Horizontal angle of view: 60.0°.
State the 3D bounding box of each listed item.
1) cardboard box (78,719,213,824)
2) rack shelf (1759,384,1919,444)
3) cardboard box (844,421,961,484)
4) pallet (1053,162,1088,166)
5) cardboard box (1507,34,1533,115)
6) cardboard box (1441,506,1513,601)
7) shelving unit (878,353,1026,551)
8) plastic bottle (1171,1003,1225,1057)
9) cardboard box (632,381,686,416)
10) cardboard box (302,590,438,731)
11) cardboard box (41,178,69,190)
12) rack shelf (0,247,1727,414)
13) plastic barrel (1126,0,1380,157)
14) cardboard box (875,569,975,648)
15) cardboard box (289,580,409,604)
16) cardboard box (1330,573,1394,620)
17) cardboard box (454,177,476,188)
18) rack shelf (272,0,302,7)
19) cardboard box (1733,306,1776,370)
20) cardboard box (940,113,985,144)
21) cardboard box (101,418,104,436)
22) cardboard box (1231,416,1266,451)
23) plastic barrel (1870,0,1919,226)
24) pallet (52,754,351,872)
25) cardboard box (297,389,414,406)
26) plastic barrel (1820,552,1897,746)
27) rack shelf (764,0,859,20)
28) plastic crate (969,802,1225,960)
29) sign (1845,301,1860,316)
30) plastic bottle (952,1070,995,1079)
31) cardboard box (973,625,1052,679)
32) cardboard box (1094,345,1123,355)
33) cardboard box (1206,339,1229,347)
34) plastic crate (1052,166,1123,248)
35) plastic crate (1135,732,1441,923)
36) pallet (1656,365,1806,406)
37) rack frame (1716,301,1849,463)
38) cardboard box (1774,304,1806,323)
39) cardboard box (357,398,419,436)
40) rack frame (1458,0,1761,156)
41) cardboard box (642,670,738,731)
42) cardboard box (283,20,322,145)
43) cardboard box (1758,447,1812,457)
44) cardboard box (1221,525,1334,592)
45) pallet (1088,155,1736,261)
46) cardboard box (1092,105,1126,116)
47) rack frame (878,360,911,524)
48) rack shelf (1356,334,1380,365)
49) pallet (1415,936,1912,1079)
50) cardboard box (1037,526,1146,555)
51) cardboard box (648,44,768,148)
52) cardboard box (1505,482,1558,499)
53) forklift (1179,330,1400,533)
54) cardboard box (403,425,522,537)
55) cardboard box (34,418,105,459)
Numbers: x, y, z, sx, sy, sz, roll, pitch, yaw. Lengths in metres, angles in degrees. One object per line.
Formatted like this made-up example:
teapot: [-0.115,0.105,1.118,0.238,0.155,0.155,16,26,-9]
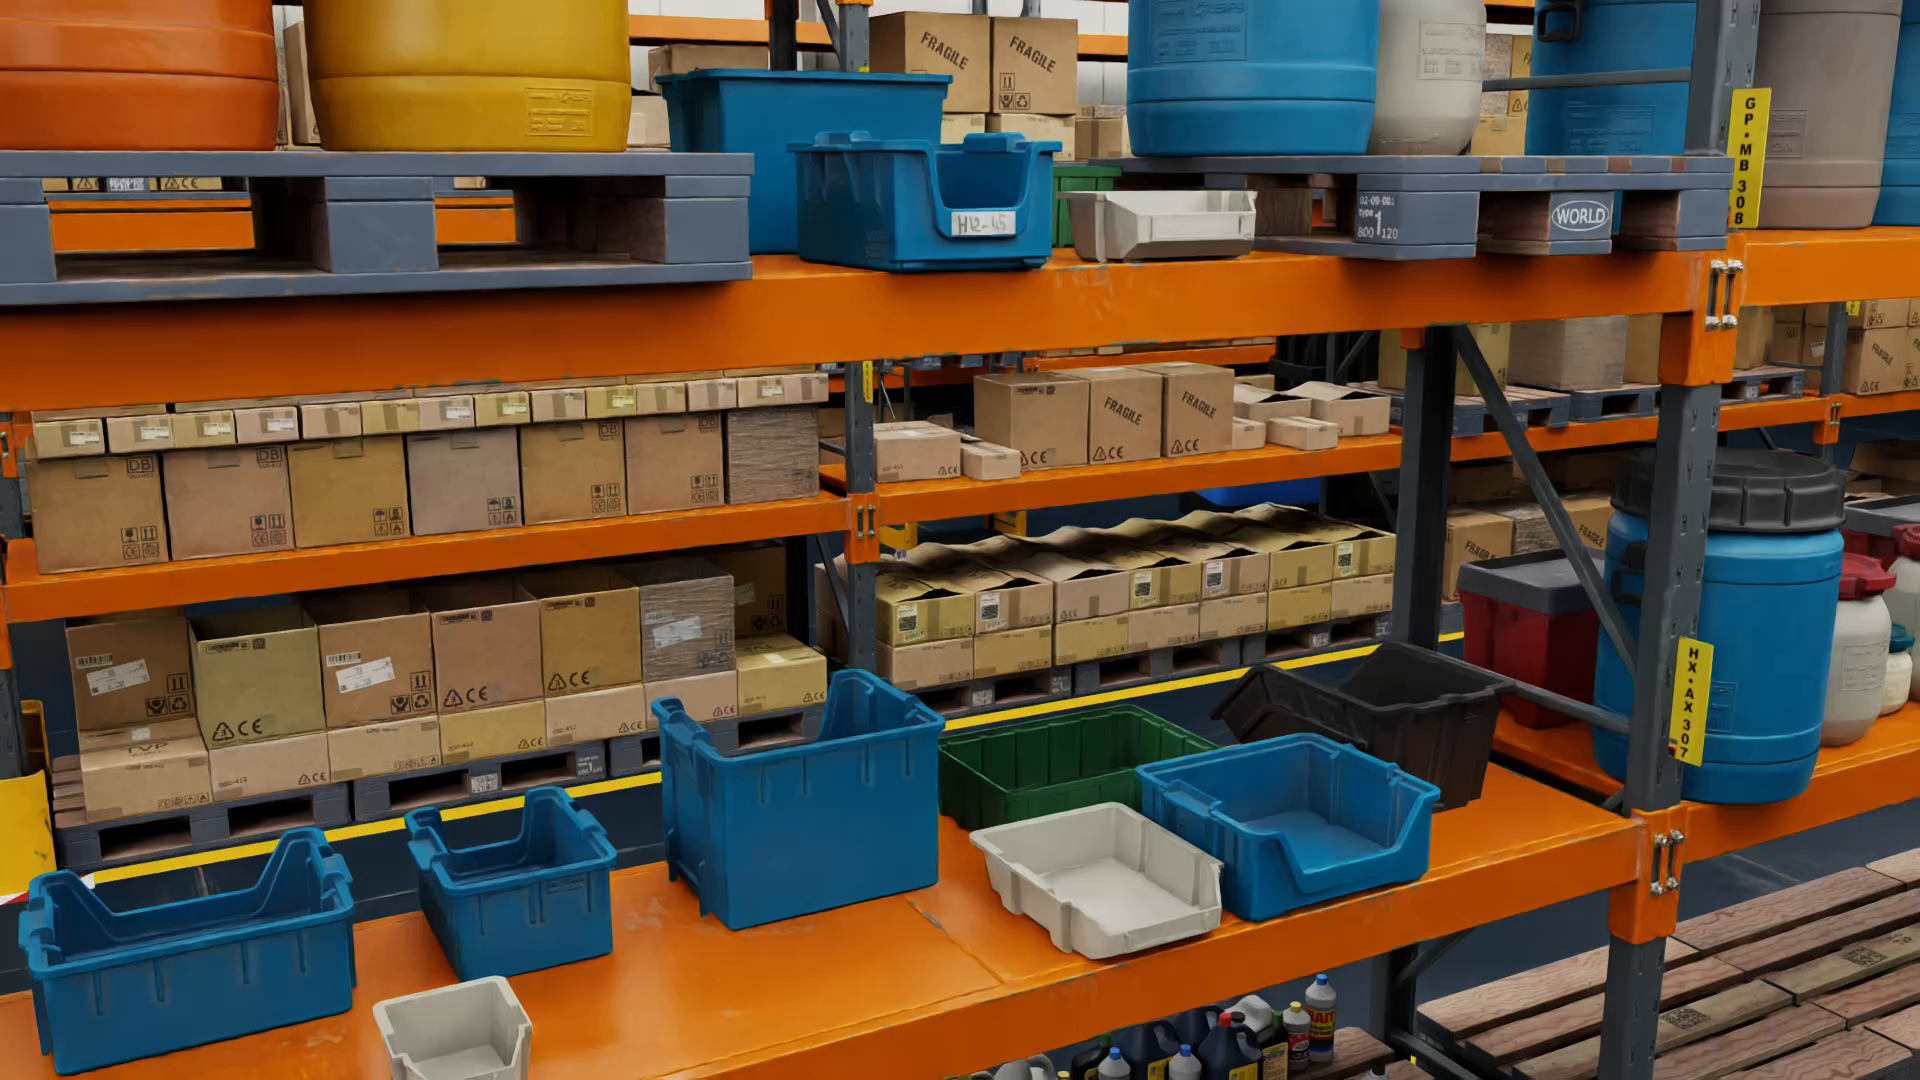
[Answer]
cardboard box: [-3.671,1.033,7.491,0.500,0.250,0.500,-7,14,-28]
rack shelf: [8.040,-1.211,13.799,4.000,0.370,1.077,-7,14,-28]
cardboard box: [-0.326,-0.497,9.329,0.500,0.250,0.500,-6,14,-24]
pallet: [0.030,-1.976,9.160,1.217,0.209,0.805,-8,15,-30]
cardboard box: [3.607,-3.029,10.902,0.500,0.500,0.500,-7,14,-28]
cardboard box: [3.310,0.081,11.109,0.500,0.500,0.500,-6,14,-25]
shelving unit: [-0.067,-0.724,13.409,1.083,1.500,0.587,-7,14,-28]
plastic bottle: [0.725,1.527,5.022,0.185,0.351,0.144,-6,14,-26]
cardboard box: [-1.550,-0.724,8.290,0.250,0.149,0.380,-7,14,-28]
cardboard box: [-2.801,0.560,7.889,0.500,0.500,0.500,-7,14,-28]
cardboard box: [-6.212,-2.553,11.015,0.500,0.500,0.500,-6,14,-26]
rack shelf: [-0.123,-0.457,3.616,4.000,0.370,1.077,-7,14,-28]
plastic barrel: [0.708,-1.384,3.998,0.708,0.901,0.600,-7,14,-28]
cardboard box: [-0.255,0.357,9.219,0.500,0.311,0.500,-7,14,-28]
cardboard box: [-3.050,0.459,8.334,0.500,0.500,0.500,-7,14,-28]
cardboard box: [2.428,0.308,10.716,0.500,0.250,0.500,-6,14,-27]
cardboard box: [-3.889,-2.835,12.269,0.500,0.500,0.500,-8,15,-33]
rack shelf: [-4.870,-3.828,11.771,4.000,0.370,1.077,-7,14,-28]
cardboard box: [5.761,-1.599,12.698,0.700,0.500,0.500,11,17,41]
cardboard box: [-0.192,-2.168,8.966,0.500,0.250,0.500,-5,14,-22]
cardboard box: [-3.775,-0.560,7.558,0.250,0.149,0.380,-6,14,-26]
cardboard box: [1.681,-0.664,10.298,0.250,0.149,0.380,-6,14,-24]
plastic barrel: [3.123,-1.496,5.452,0.708,0.901,0.600,-7,14,-28]
pallet: [-3.597,1.182,7.875,1.213,0.211,1.003,-7,14,-28]
cardboard box: [-2.885,-0.933,7.741,0.500,0.500,0.700,-7,14,-28]
plastic barrel: [2.577,0.320,5.046,0.433,0.535,0.433,0,13,0]
rack shelf: [-2.493,-2.681,7.574,4.000,0.370,1.077,-7,14,-28]
plastic crate: [0.329,0.793,3.855,0.437,0.136,0.530,-7,14,-28]
sign: [6.553,-1.810,12.184,0.005,0.325,0.100,-7,14,-28]
plastic bottle: [0.023,1.611,4.648,0.185,0.351,0.144,-6,14,-26]
cardboard box: [0.184,0.578,9.515,0.500,0.250,0.500,-6,14,-26]
cardboard box: [1.296,-1.799,15.298,0.250,0.149,0.380,-6,14,-26]
cardboard box: [2.372,-1.952,15.979,0.250,0.149,0.380,-6,14,-26]
plastic crate: [0.117,-0.802,3.991,0.450,0.188,0.336,-7,14,-28]
plastic crate: [0.791,0.686,4.068,0.616,0.251,0.499,-7,14,-28]
pallet: [5.531,-1.195,12.526,1.213,0.211,1.003,-7,14,-28]
rack frame: [6.284,-1.352,12.785,0.127,3.000,1.000,-7,14,-28]
cardboard box: [6.604,-1.992,13.122,0.500,0.500,0.500,-7,14,-28]
cardboard box: [-2.671,-0.590,7.696,0.250,0.149,0.380,-7,14,-29]
rack frame: [1.633,-2.482,4.143,0.127,3.000,1.000,-7,14,-28]
cardboard box: [-1.483,0.768,8.672,0.500,0.250,0.500,-7,14,-28]
cardboard box: [-2.660,-1.997,7.316,0.500,0.500,0.500,-7,14,-28]
cardboard box: [6.648,-0.462,13.520,0.500,0.500,0.500,-7,14,-28]
cardboard box: [1.979,0.090,10.405,0.500,0.311,0.500,-7,14,-29]
pallet: [1.046,-0.832,4.072,1.003,0.211,1.213,-7,14,-28]
cardboard box: [1.235,-3.740,15.335,0.500,0.500,0.700,-8,15,-31]
rack frame: [-0.521,-0.669,13.167,0.032,1.500,0.500,-7,14,-28]
rack shelf: [5.663,-2.166,18.039,4.000,0.370,1.077,-7,14,-28]
pallet: [2.303,1.715,5.508,1.213,0.211,1.003,-7,14,-28]
cardboard box: [0.816,0.095,10.386,0.500,0.311,0.500,-7,14,-29]
cardboard box: [-1.306,-2.294,8.634,0.500,0.500,0.500,-6,14,-23]
cardboard box: [3.936,-0.124,12.021,0.500,0.500,0.500,-7,15,-30]
forklift: [3.464,-1.576,13.936,3.031,2.935,1.130,-2,13,-11]
cardboard box: [-2.475,-0.348,8.098,0.500,0.500,0.700,-6,14,-26]
cardboard box: [-3.801,-0.455,7.092,0.250,0.149,0.380,-7,14,-28]
